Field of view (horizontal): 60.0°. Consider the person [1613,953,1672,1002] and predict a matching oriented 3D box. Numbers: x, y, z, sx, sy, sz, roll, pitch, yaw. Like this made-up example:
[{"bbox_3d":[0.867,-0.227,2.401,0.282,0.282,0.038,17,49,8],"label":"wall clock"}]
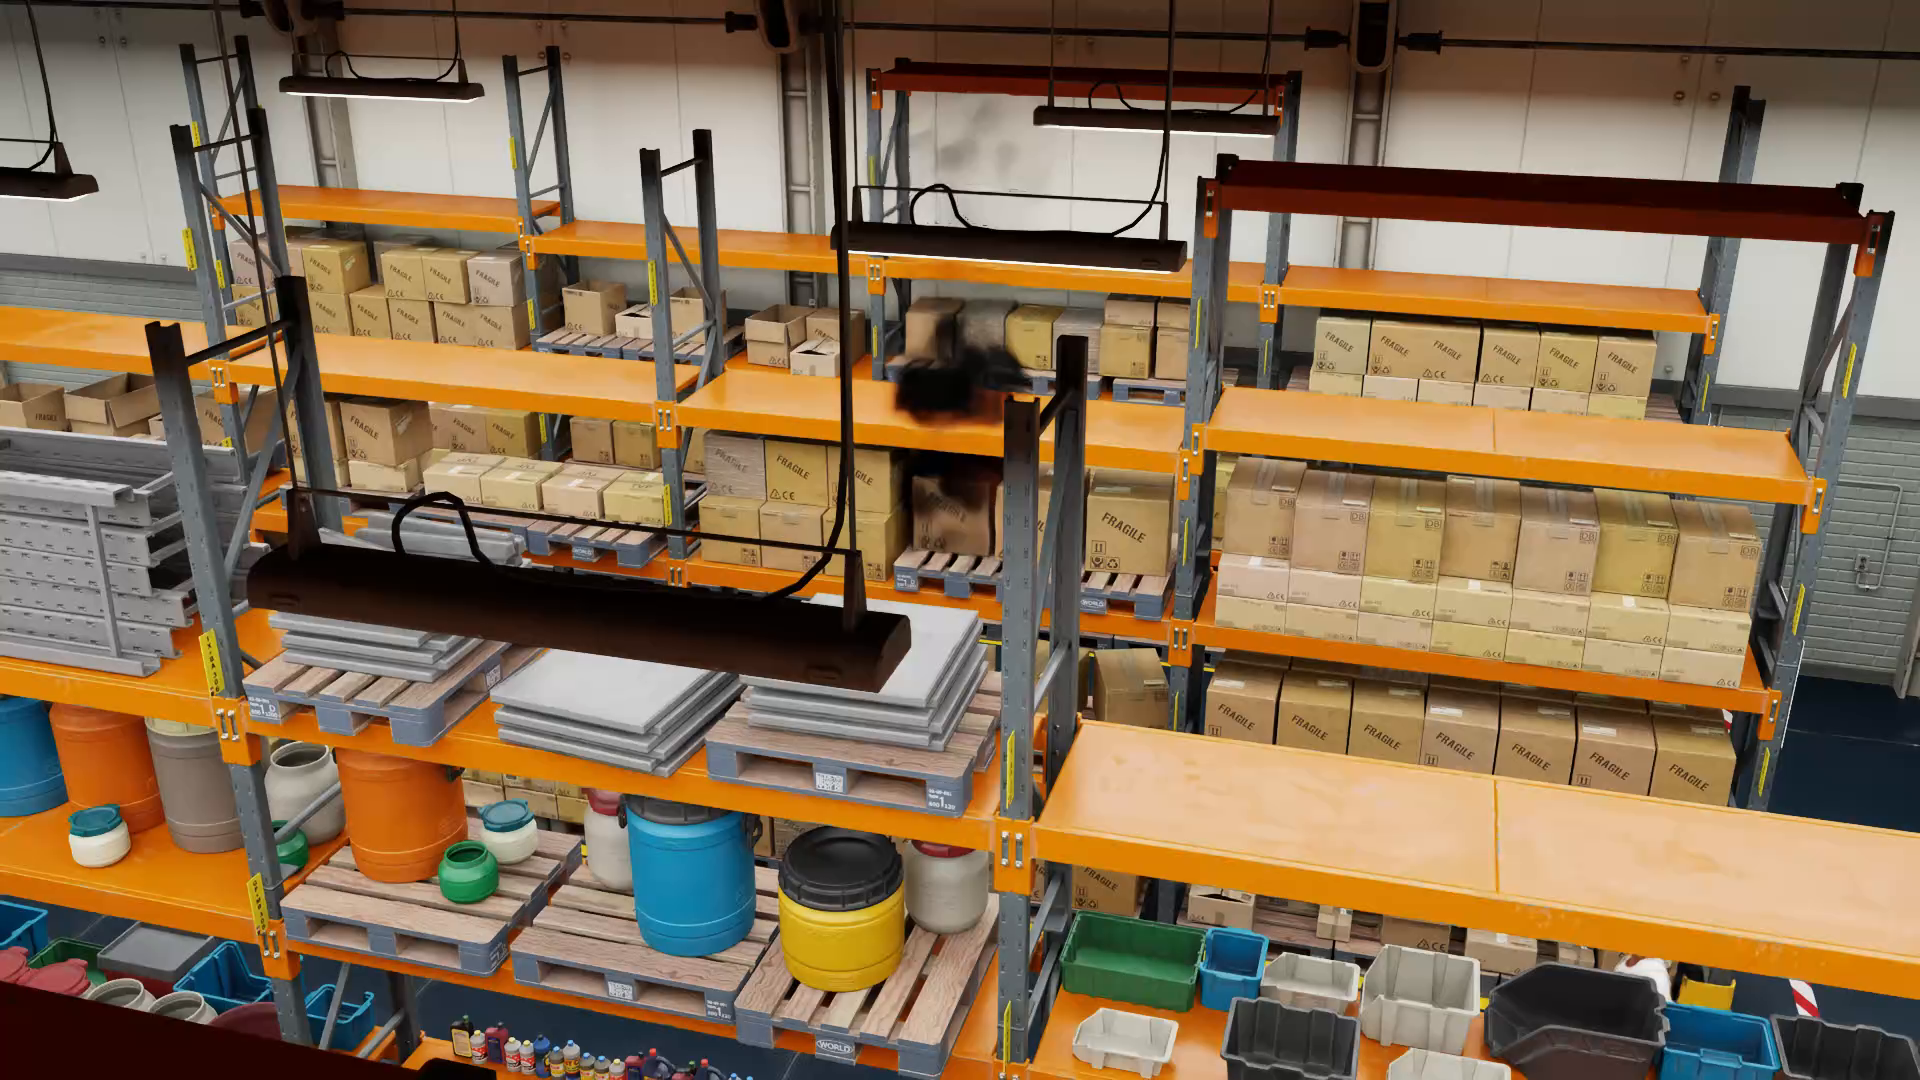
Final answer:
[{"bbox_3d":[4.379,3.208,10.767,0.930,1.747,0.702,1,23,3],"label":"person"}]
